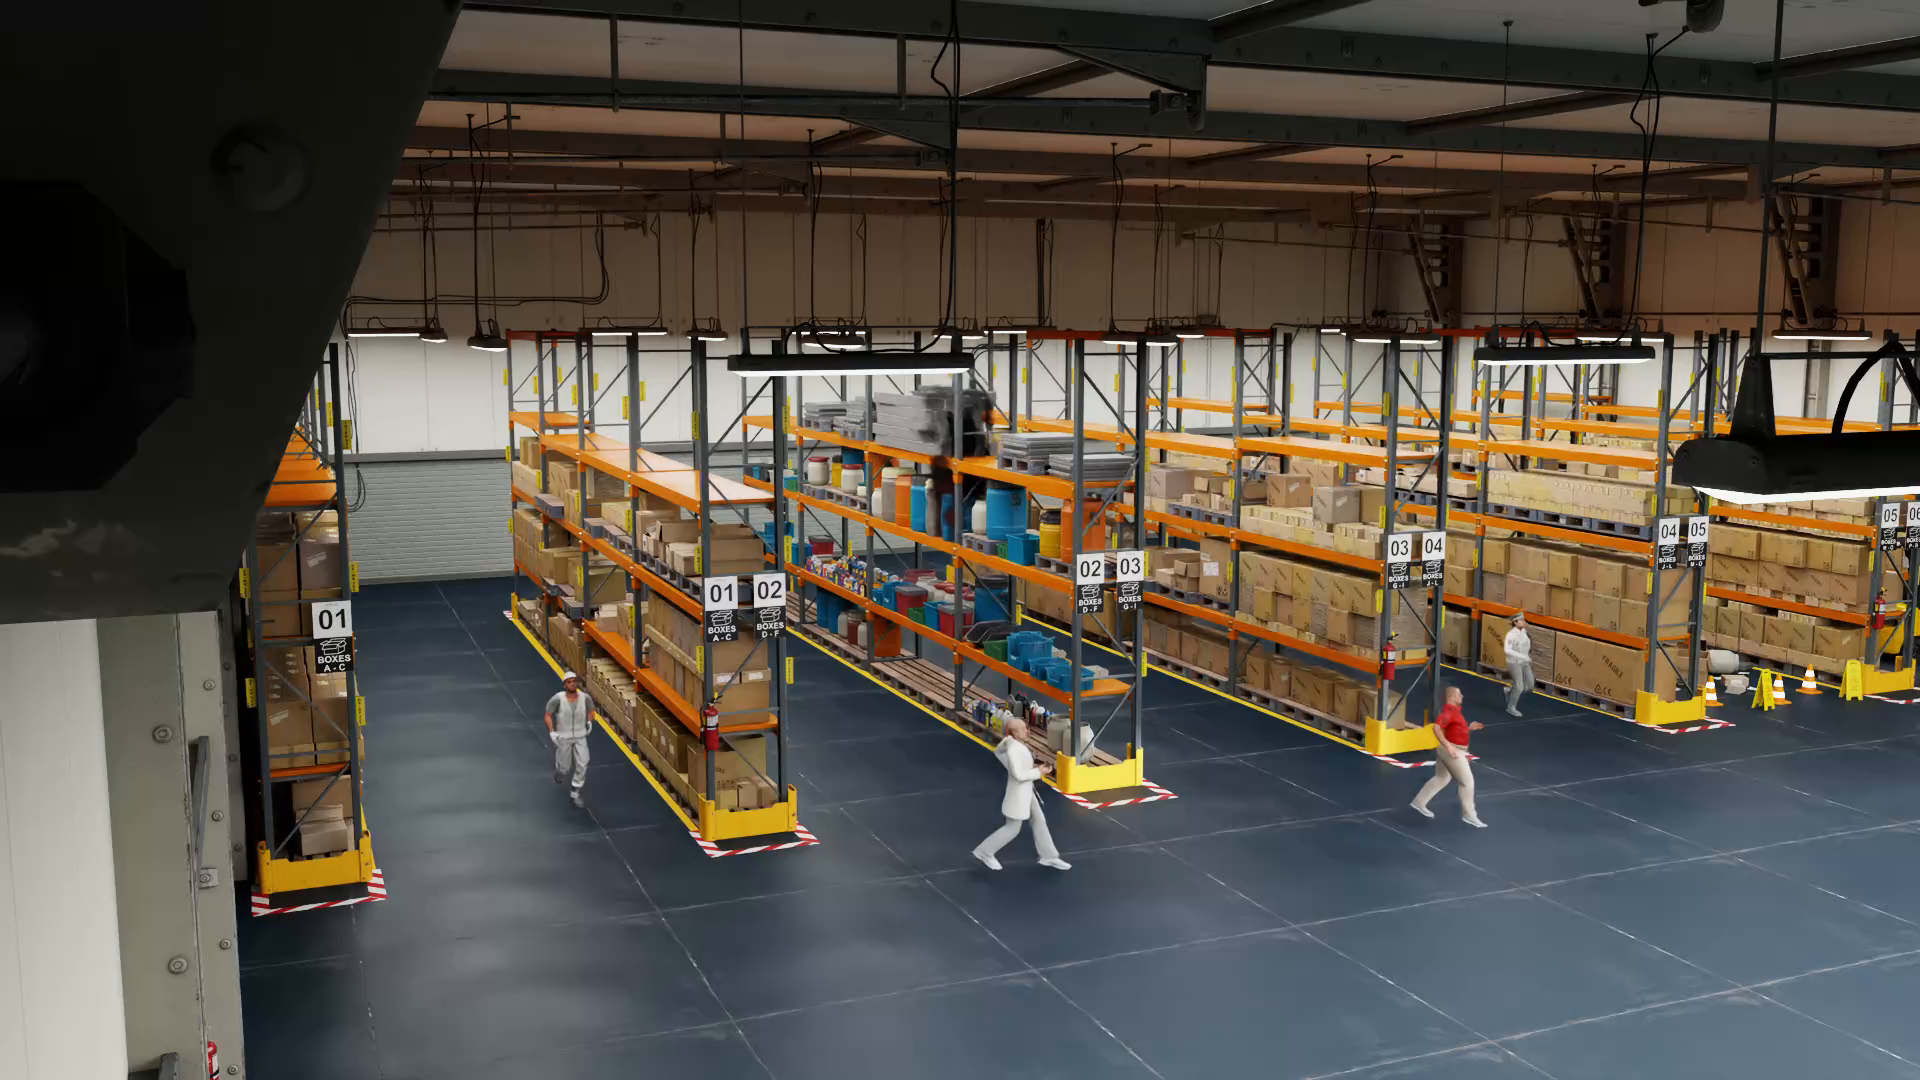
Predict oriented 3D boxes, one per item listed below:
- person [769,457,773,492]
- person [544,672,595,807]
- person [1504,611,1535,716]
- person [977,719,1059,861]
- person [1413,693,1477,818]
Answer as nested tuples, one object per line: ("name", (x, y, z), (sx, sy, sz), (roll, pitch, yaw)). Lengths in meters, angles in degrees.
("person", (7.231, 0.770, 29.314), (27.198, 3.206, 4.558), (4, 9, 25))
("person", (-5.052, 2.555, 21.616), (0.659, 1.729, 0.720), (-3, 8, -23))
("person", (8.817, 1.948, 26.273), (0.617, 1.664, 0.552), (-6, 10, -39))
("person", (0.662, 2.831, 18.834), (0.927, 1.663, 0.730), (1, 8, 8))
("person", (6.031, 2.644, 20.597), (0.738, 1.551, 0.623), (1, 8, 7))
